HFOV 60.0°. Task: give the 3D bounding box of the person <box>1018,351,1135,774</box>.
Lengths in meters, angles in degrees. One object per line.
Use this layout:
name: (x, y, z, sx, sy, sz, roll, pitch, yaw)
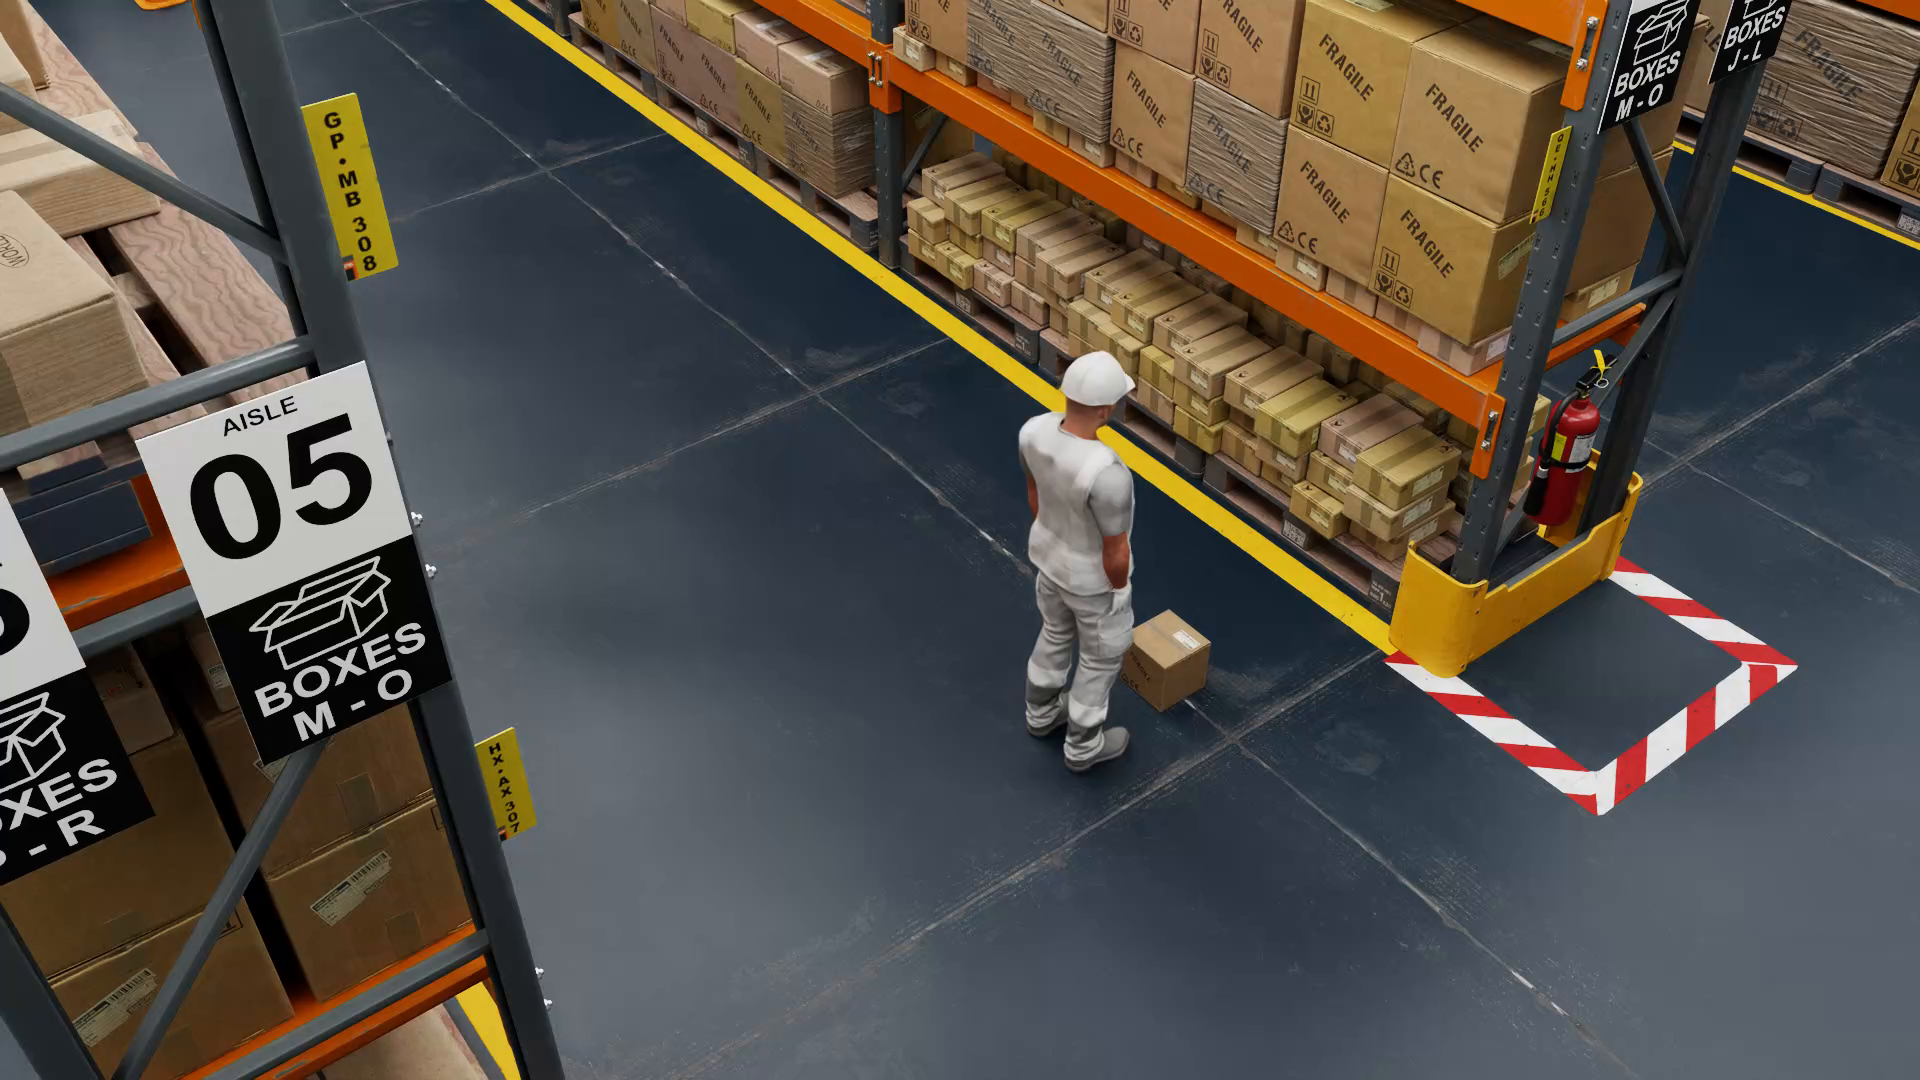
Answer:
person: (0.437, 0.085, 6.044, 0.358, 1.776, 0.528, -25, 46, -27)
